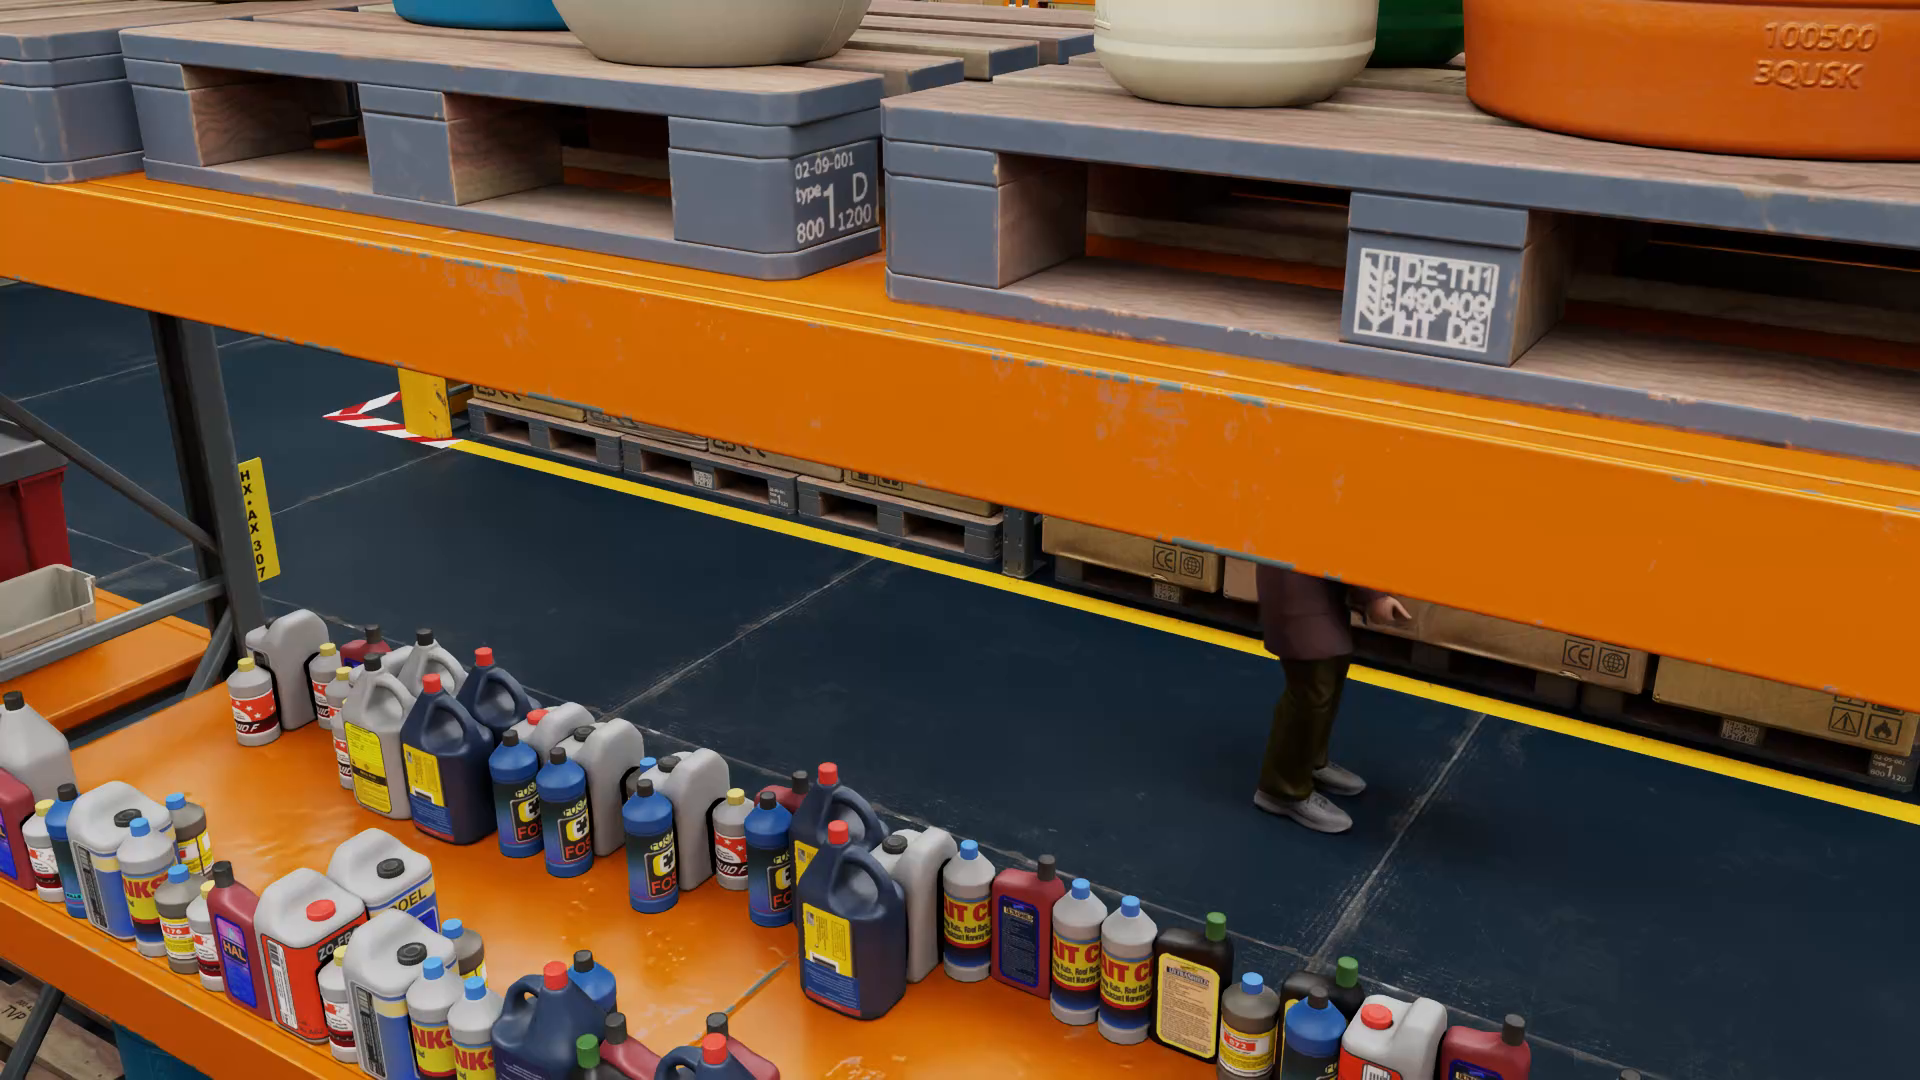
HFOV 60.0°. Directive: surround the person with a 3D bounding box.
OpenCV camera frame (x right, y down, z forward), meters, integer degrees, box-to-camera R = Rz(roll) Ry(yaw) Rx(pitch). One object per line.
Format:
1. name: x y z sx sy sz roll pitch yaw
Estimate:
1. person: 1.322 0.152 5.762 0.566 1.778 0.526 13 26 28
